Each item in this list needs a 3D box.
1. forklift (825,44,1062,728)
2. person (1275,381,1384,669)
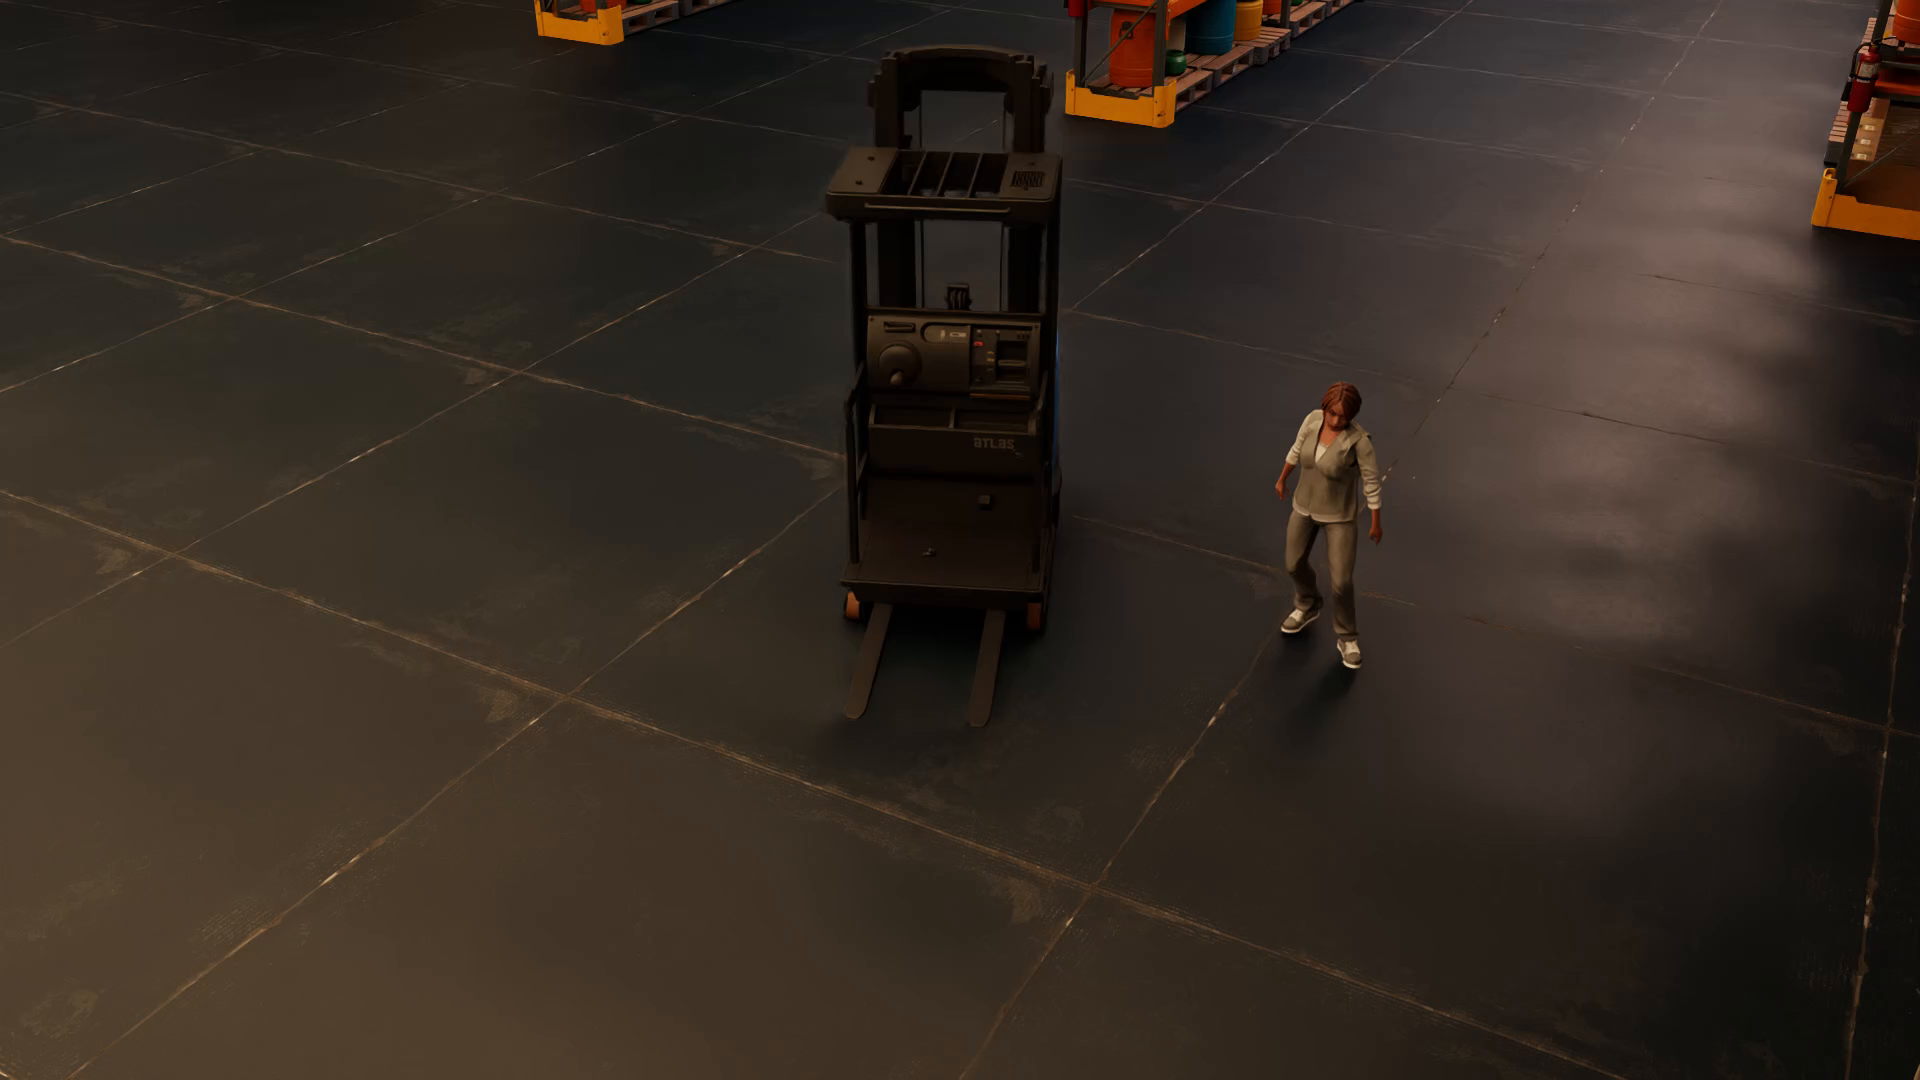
[{"bbox_3d":[-0.055,-0.948,8.714,1.130,2.935,3.031,3,30,5],"label":"forklift"},{"bbox_3d":[1.918,-0.140,8.639,0.397,1.562,0.729,-26,39,-37],"label":"person"}]
